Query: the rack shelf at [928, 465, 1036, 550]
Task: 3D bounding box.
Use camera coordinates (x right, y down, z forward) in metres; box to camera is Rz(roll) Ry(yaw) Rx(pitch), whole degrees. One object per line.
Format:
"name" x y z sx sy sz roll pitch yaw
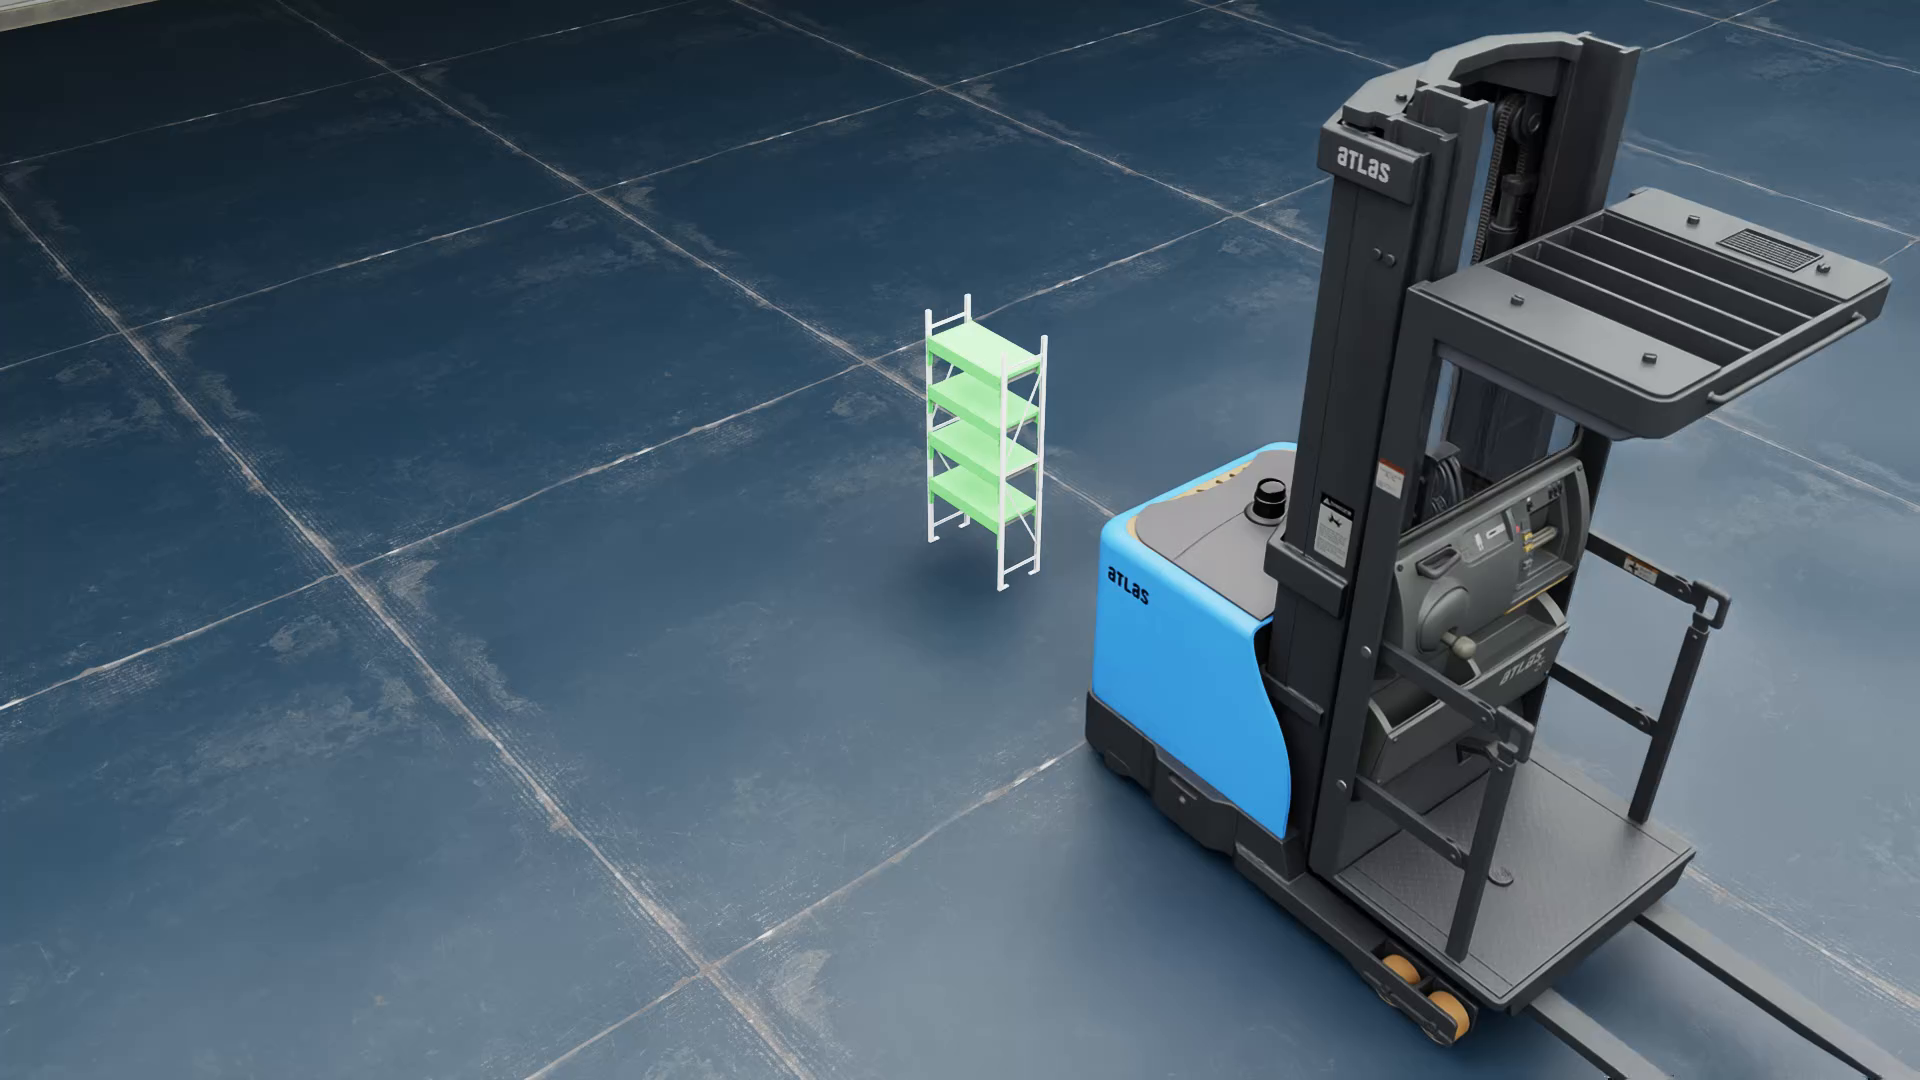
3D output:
"rack shelf" 0.107 -0.169 7.476 0.258 0.148 0.480 -26 43 -32

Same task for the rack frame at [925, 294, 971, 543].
"rack frame" -0.051 -0.524 7.452 0.240 1.200 0.015 -26 43 -32

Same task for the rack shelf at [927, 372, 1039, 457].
"rack shelf" 0.107 -0.560 7.198 0.258 0.148 0.480 -26 43 -32

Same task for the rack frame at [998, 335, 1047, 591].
"rack frame" 0.264 -0.309 7.148 0.240 1.200 0.015 -26 43 -32

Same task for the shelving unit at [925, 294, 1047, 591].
"shelving unit" 0.107 -0.417 7.300 0.258 1.200 0.503 -26 43 -32

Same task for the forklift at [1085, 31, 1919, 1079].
"forklift" 1.794 0.119 5.047 1.130 2.935 3.031 -24 42 -30

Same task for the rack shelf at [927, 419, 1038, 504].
"rack shelf" 0.107 -0.364 7.337 0.258 0.148 0.480 -26 43 -32

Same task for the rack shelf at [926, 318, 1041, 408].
"rack shelf" 0.107 -0.756 7.060 0.258 0.148 0.480 -26 43 -32
